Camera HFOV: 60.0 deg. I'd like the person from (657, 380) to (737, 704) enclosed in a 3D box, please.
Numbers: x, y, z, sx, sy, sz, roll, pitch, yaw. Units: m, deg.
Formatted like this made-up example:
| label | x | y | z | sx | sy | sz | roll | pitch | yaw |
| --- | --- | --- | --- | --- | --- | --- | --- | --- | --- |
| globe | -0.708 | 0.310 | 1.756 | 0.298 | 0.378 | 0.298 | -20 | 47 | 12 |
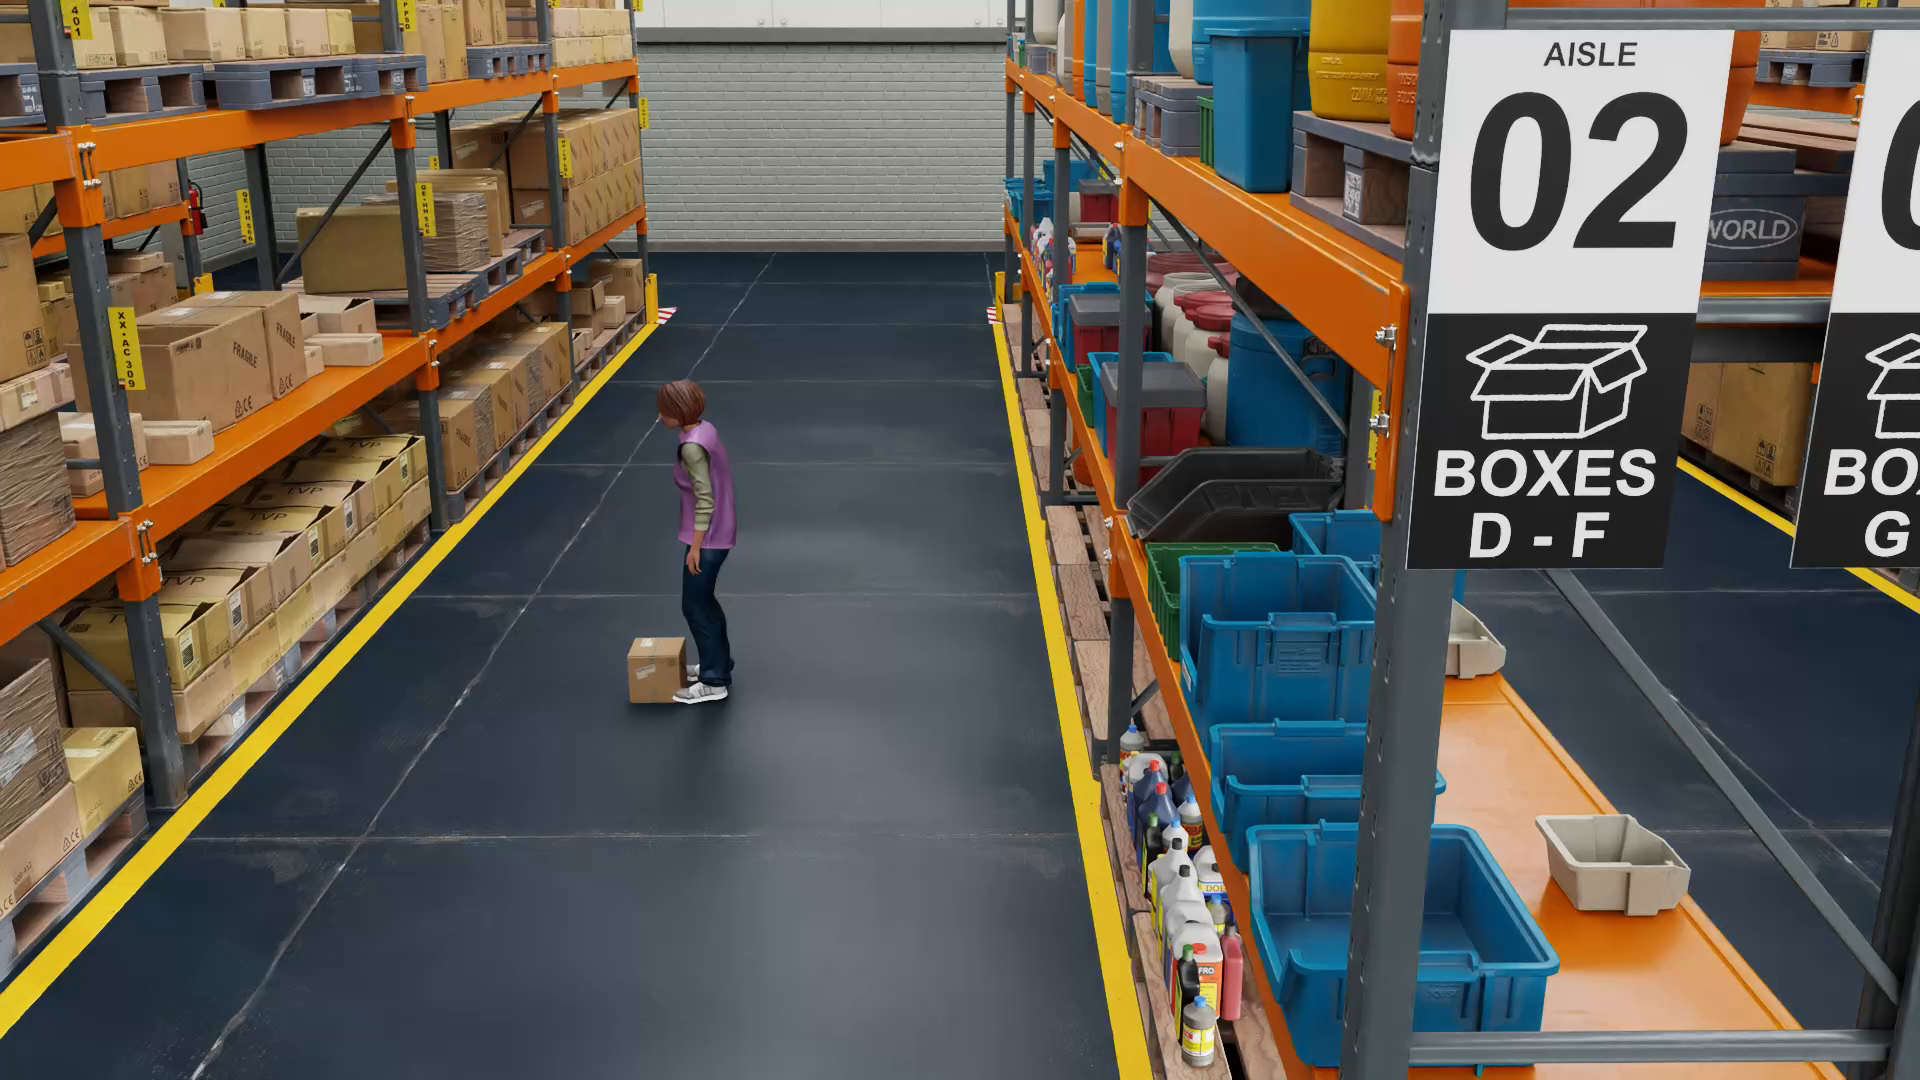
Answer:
| label | x | y | z | sx | sy | sz | roll | pitch | yaw |
| --- | --- | --- | --- | --- | --- | --- | --- | --- | --- |
| person | -1.253 | 0.001 | 8.065 | 0.346 | 1.591 | 0.475 | -1 | 17 | -4 |
